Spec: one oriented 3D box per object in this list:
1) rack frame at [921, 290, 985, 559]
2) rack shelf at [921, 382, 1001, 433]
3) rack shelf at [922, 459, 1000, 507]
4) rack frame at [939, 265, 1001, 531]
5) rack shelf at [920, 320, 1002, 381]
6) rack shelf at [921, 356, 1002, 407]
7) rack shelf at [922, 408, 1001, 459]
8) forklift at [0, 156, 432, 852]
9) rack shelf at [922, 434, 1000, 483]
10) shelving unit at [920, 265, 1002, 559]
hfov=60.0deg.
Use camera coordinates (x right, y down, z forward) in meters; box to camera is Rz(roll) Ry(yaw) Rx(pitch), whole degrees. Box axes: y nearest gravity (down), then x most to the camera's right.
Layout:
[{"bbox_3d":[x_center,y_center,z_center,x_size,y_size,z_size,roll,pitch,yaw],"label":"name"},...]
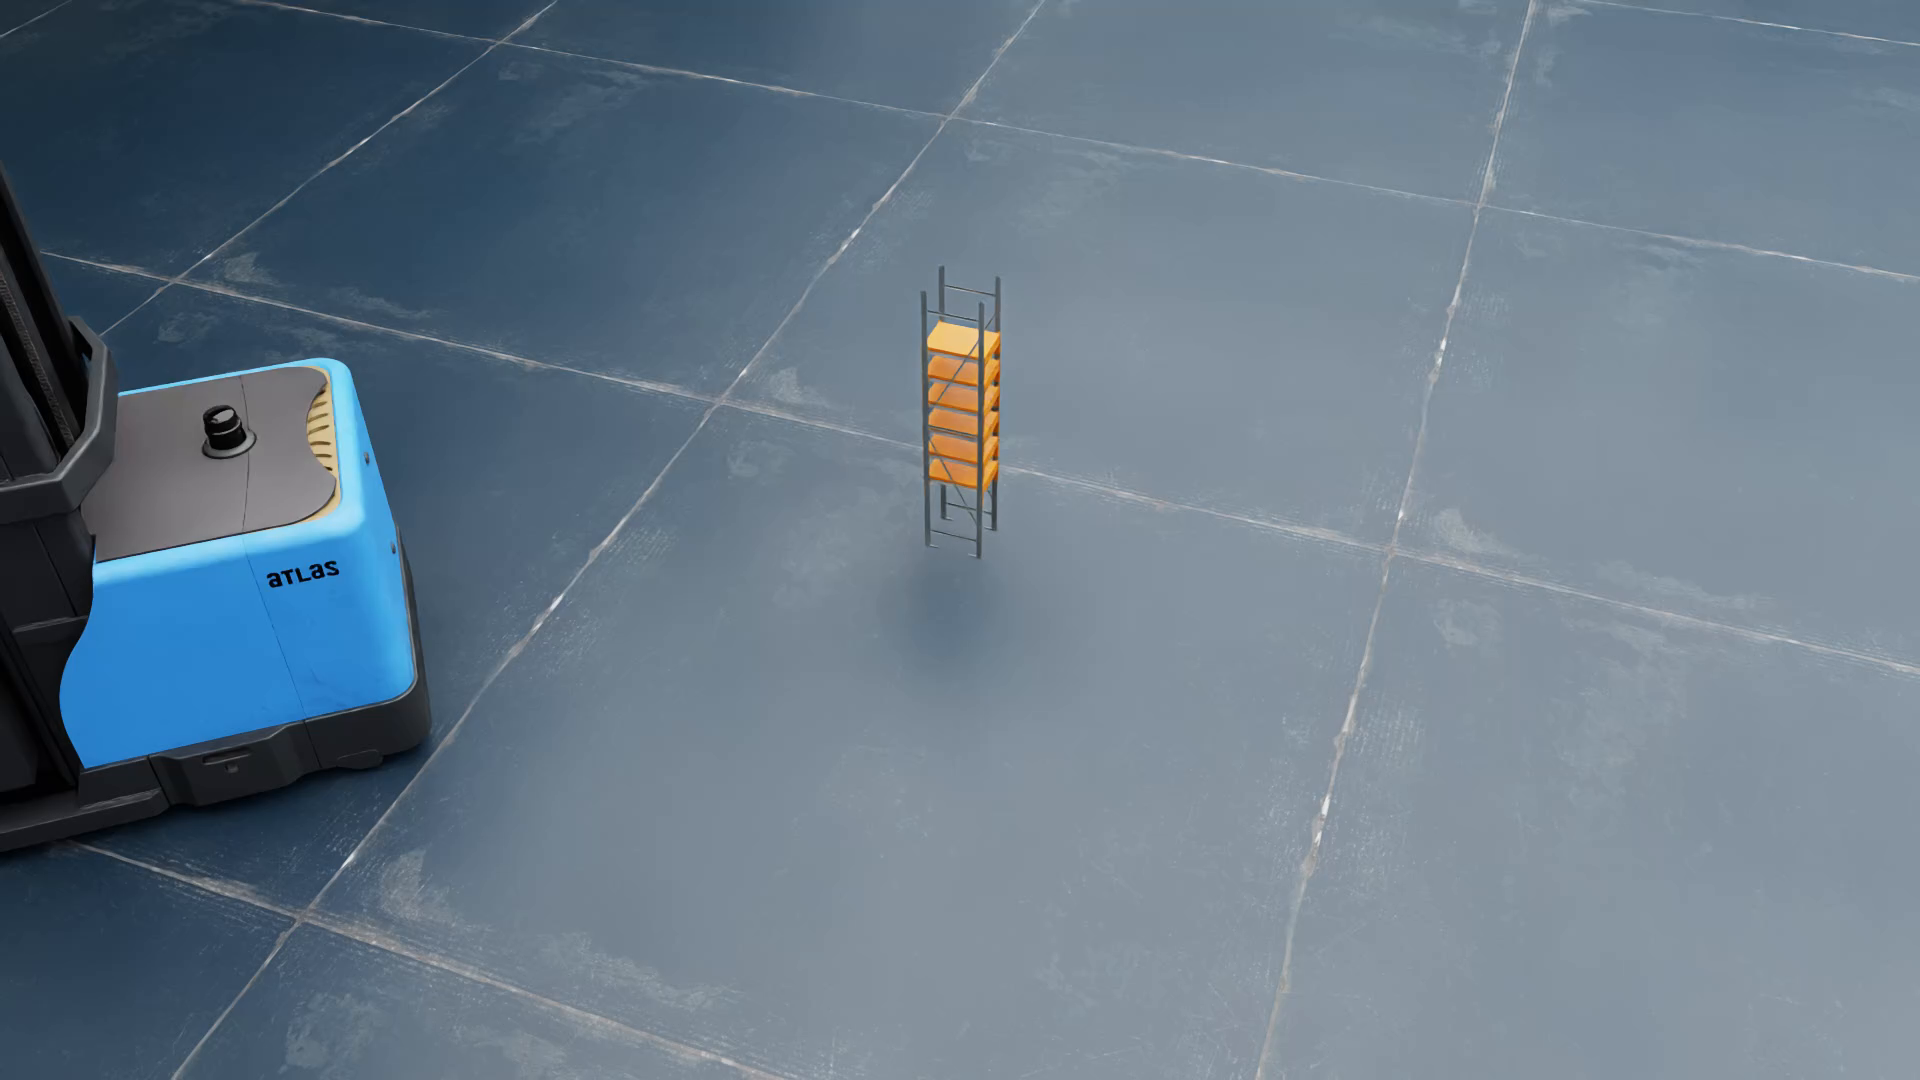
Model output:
[{"bbox_3d":[-0.026,-0.409,6.306,0.240,1.200,0.006,13,42,15],"label":"rack frame"},{"bbox_3d":[0.005,-0.523,6.322,0.258,0.103,0.180,13,42,15],"label":"rack shelf"},{"bbox_3d":[0.005,-0.249,6.556,0.258,0.103,0.180,13,42,15],"label":"rack shelf"},{"bbox_3d":[0.036,-0.521,6.436,0.240,1.200,0.006,13,42,15],"label":"rack frame"},{"bbox_3d":[0.005,-0.705,6.166,0.258,0.103,0.180,13,42,15],"label":"rack shelf"},{"bbox_3d":[0.005,-0.614,6.244,0.258,0.103,0.180,13,42,15],"label":"rack shelf"},{"bbox_3d":[0.005,-0.431,6.400,0.258,0.103,0.180,13,42,15],"label":"rack shelf"},{"bbox_3d":[-3.436,-0.355,4.907,3.031,2.935,1.130,-12,42,-14],"label":"forklift"},{"bbox_3d":[0.005,-0.340,6.478,0.258,0.103,0.180,13,42,15],"label":"rack shelf"},{"bbox_3d":[0.005,-0.465,6.371,0.258,1.200,0.189,13,42,15],"label":"shelving unit"}]
